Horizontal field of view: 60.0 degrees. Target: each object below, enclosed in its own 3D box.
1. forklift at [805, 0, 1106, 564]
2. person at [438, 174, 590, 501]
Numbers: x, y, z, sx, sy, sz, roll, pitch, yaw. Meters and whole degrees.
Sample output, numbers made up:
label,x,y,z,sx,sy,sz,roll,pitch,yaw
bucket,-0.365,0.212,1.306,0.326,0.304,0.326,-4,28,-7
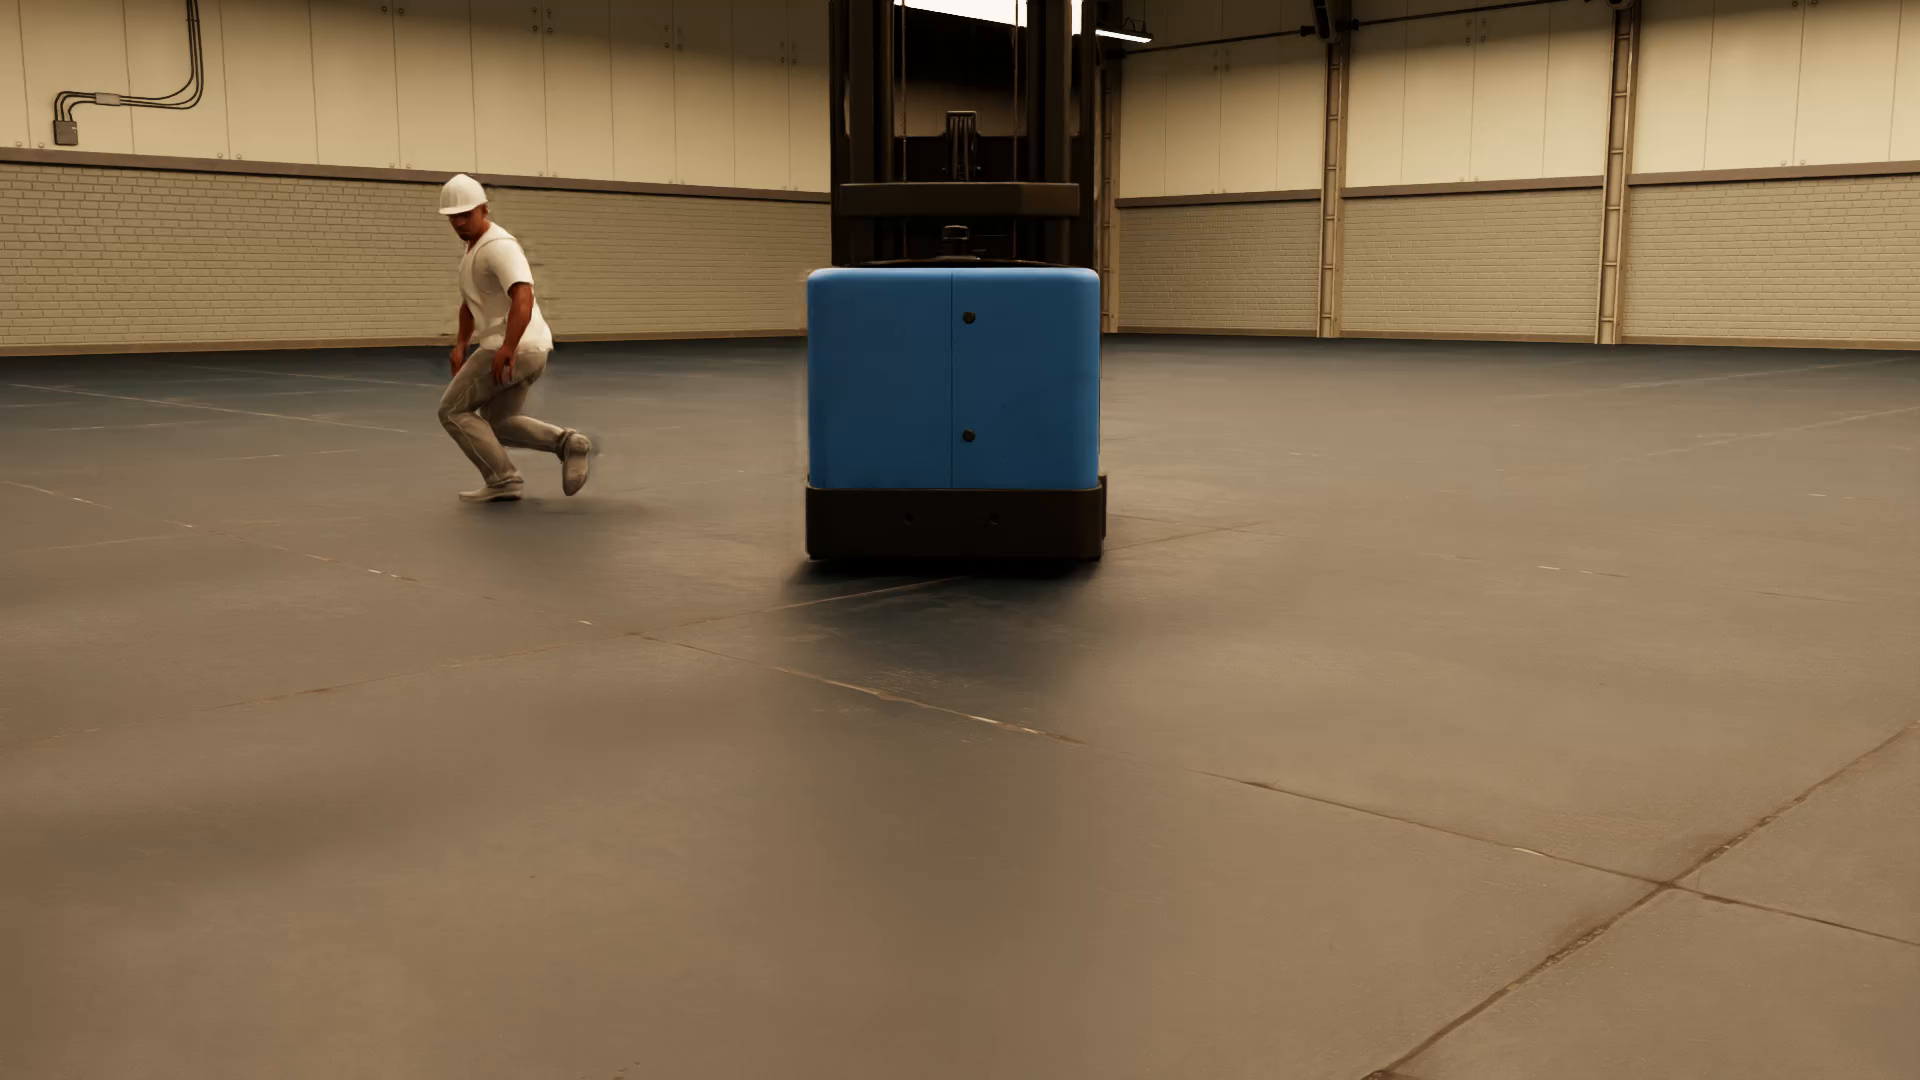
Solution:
label,x,y,z,sx,sy,sz,roll,pitch,yaw
forklift,0.017,-1.542,7.112,1.130,2.935,3.031,0,9,2
person,-2.152,-0.947,7.919,0.722,1.547,0.732,0,9,-1
